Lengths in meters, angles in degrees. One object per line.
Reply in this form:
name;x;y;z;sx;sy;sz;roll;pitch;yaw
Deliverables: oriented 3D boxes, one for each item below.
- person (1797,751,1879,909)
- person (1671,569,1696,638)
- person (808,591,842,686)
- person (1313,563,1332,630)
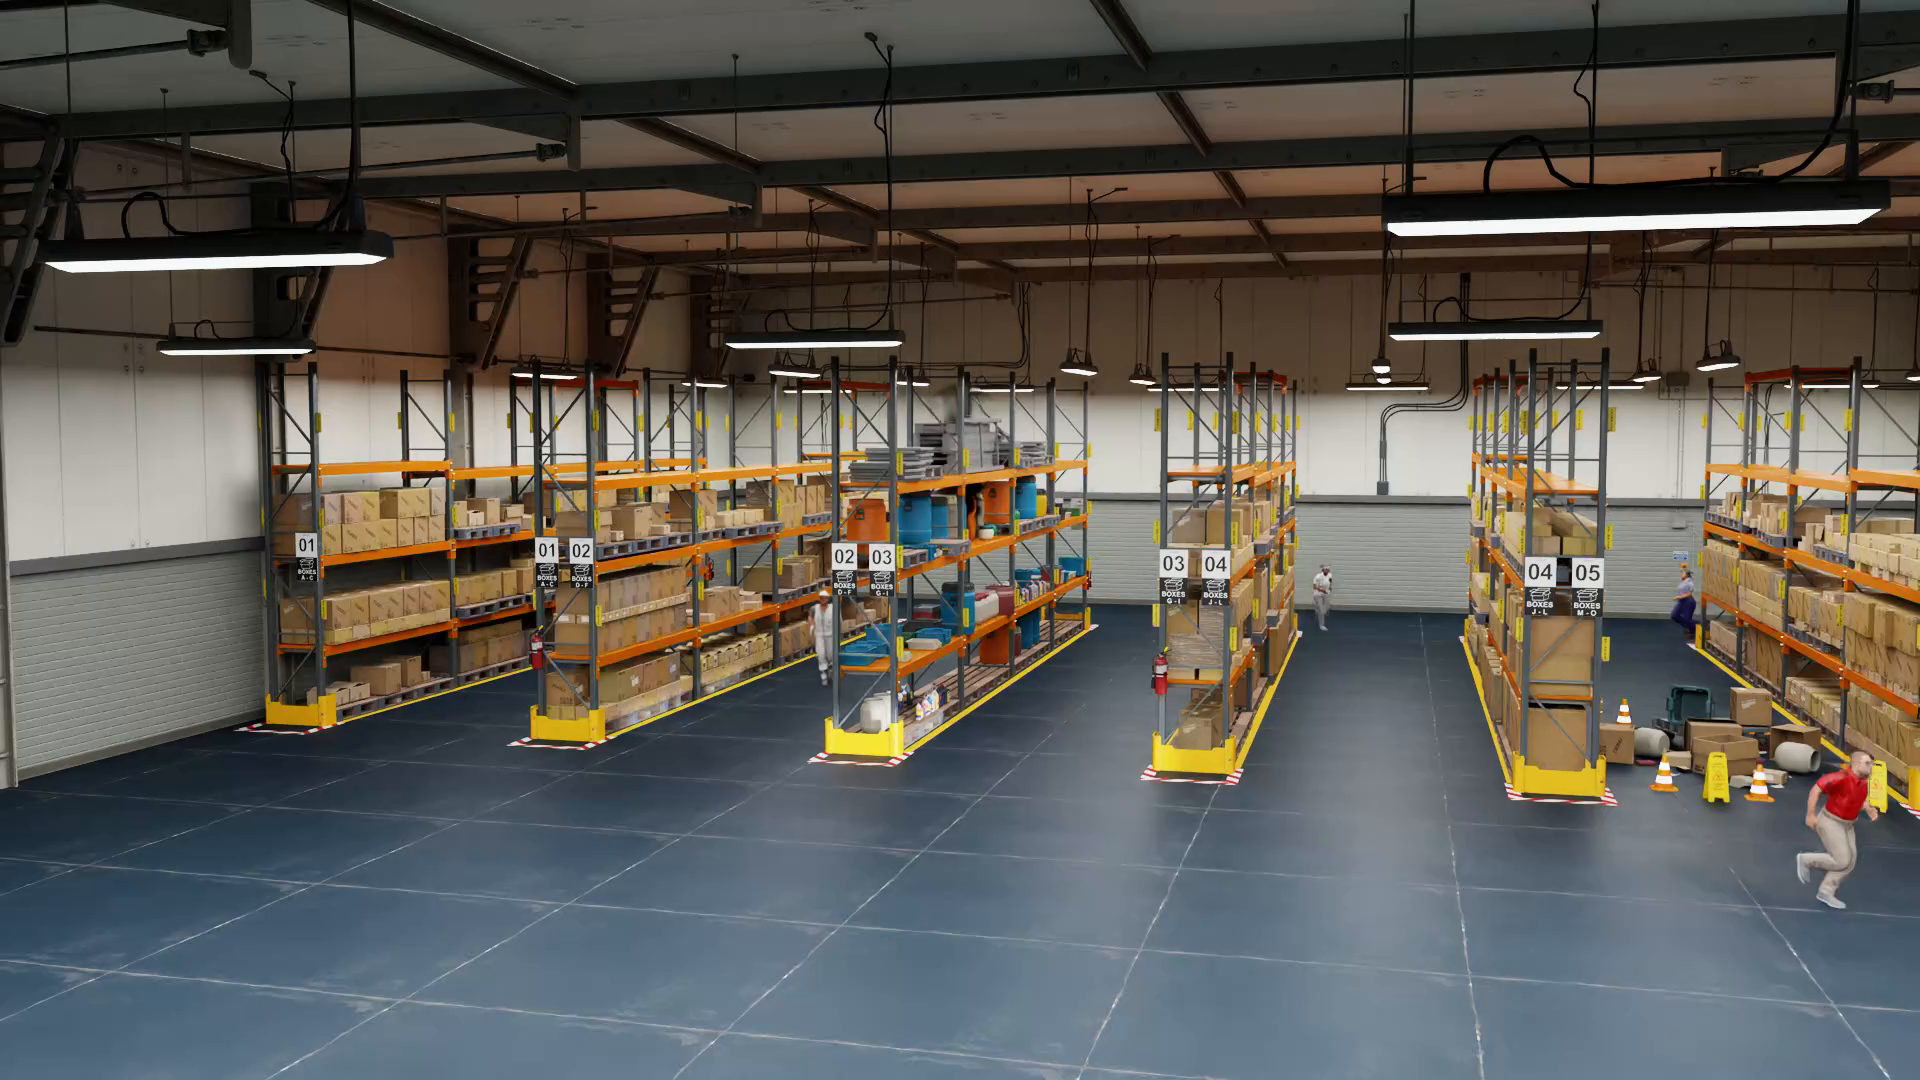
person;9.110;2.983;17.260;0.655;1.660;0.761;-3;5;-36
person;16.840;1.475;38.662;0.661;1.601;0.586;0;4;-3
person;-2.598;1.855;31.915;0.663;1.787;0.902;0;4;2
person;8.793;1.366;40.381;0.558;1.638;0.693;-1;4;-14
